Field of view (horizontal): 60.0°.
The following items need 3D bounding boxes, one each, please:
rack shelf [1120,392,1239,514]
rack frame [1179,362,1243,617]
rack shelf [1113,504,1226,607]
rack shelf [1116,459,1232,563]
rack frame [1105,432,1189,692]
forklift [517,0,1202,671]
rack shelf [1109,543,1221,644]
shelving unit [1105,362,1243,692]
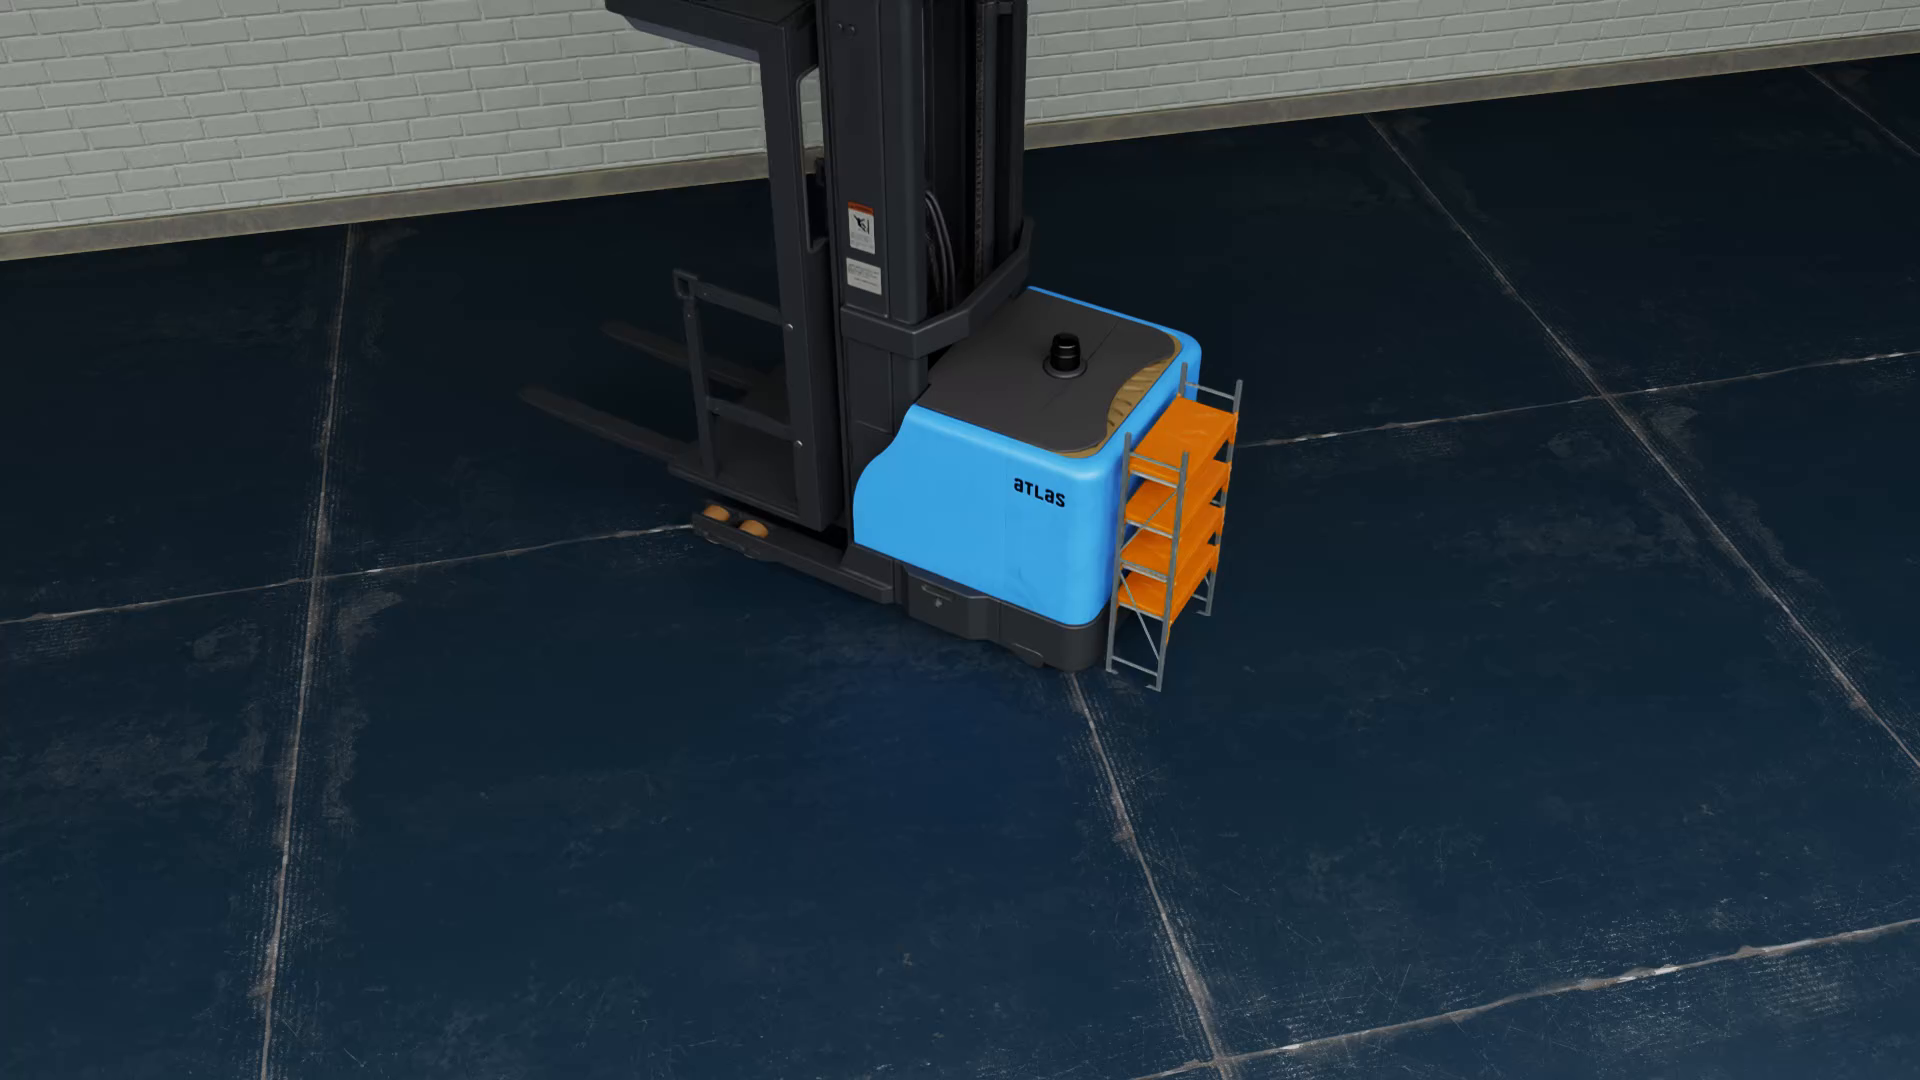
[{"bbox_3d":[0.811,-0.325,6.120,0.258,0.148,0.480,21,46,22],"label":"rack shelf"},{"bbox_3d":[0.932,-0.172,6.540,0.240,1.200,0.015,21,46,22],"label":"rack frame"},{"bbox_3d":[0.811,0.019,6.426,0.258,0.148,0.480,21,46,22],"label":"rack shelf"},{"bbox_3d":[0.811,-0.148,6.277,0.258,0.148,0.480,21,46,22],"label":"rack shelf"},{"bbox_3d":[0.690,0.109,6.223,0.240,1.200,0.015,21,46,22],"label":"rack frame"},{"bbox_3d":[-0.570,-1.299,6.506,3.031,2.935,1.130,21,46,22],"label":"forklift"},{"bbox_3d":[0.810,0.168,6.558,0.258,0.148,0.480,21,46,22],"label":"rack shelf"},{"bbox_3d":[0.811,-0.031,6.381,0.258,1.200,0.503,21,46,22],"label":"shelving unit"}]
